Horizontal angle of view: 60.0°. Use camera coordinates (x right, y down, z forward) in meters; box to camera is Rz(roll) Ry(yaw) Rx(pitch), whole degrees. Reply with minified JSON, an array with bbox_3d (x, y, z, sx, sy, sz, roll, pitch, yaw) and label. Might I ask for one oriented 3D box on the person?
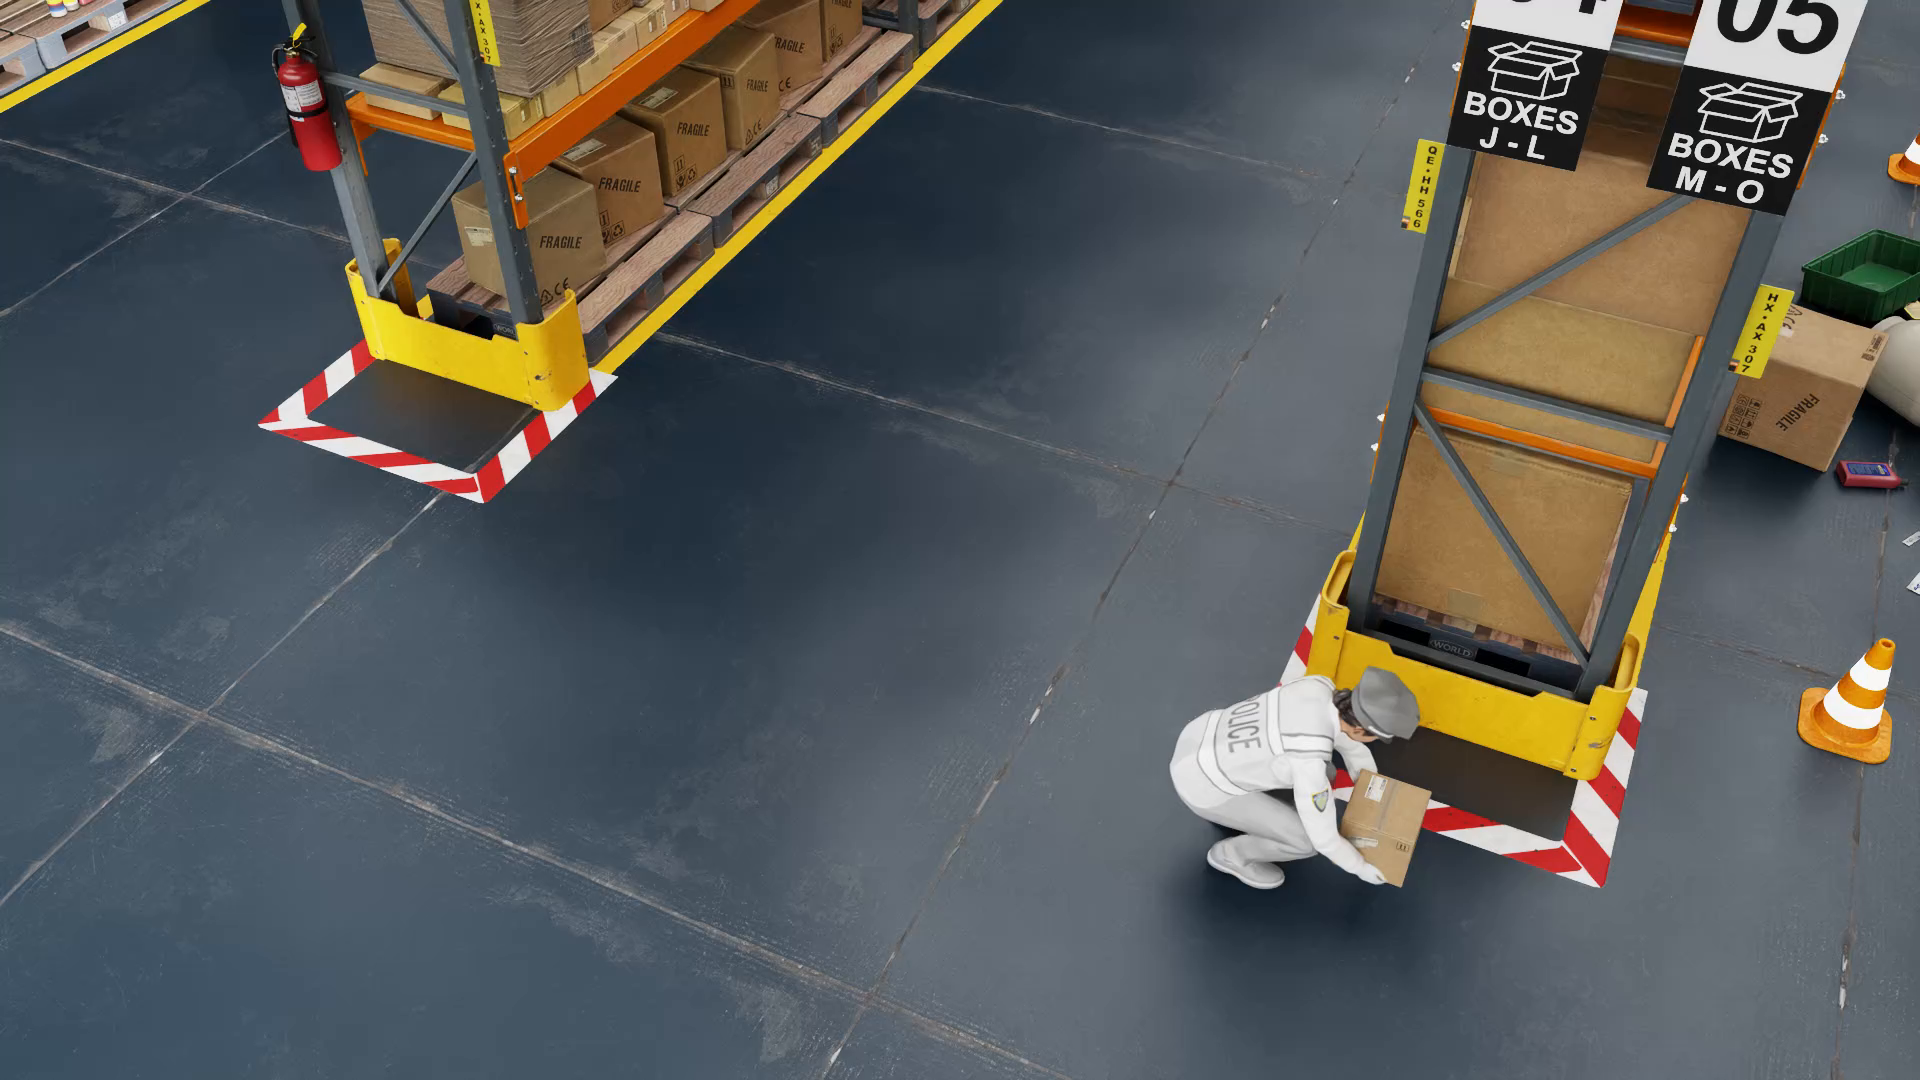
[{"bbox_3d":[1.164,0.817,5.795,0.834,0.961,0.505,15,44,15],"label":"person"}]
